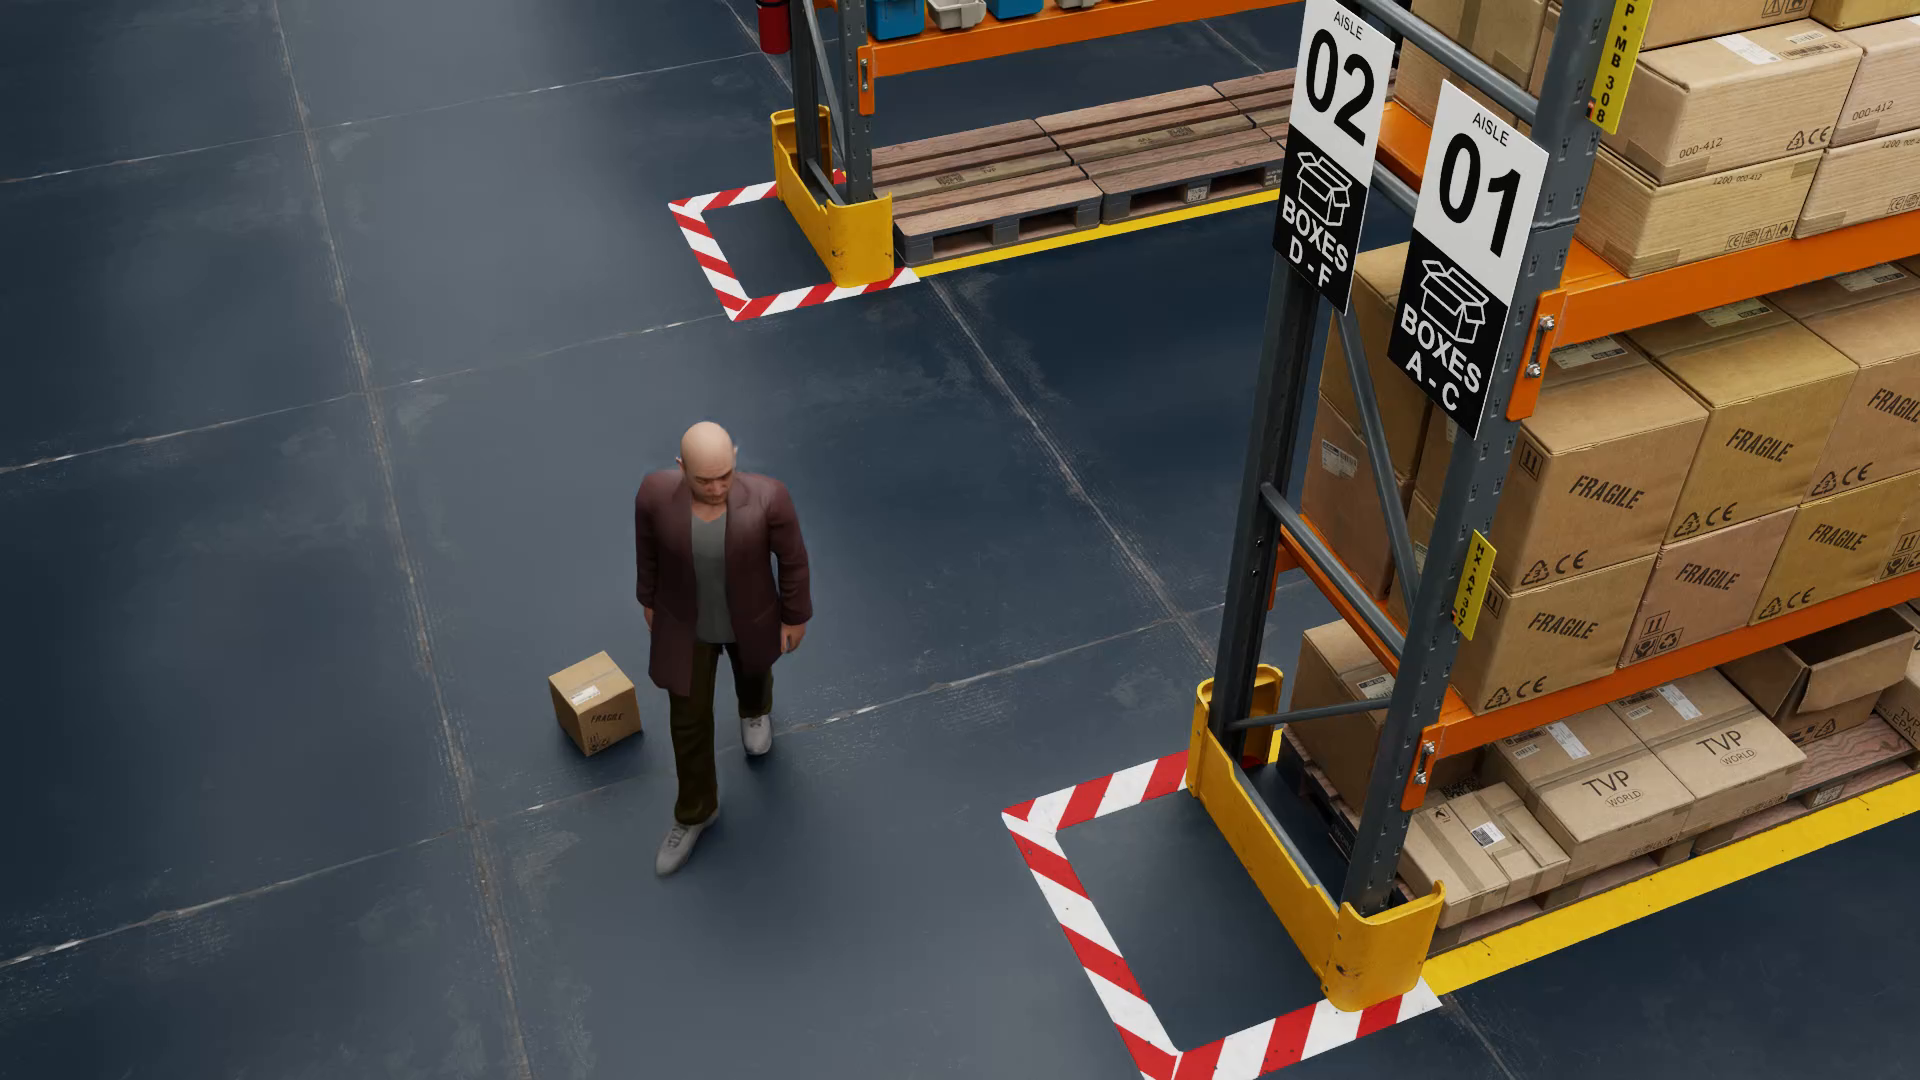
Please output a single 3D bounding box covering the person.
[{"bbox_3d":[-0.838,0.275,5.866,0.639,1.758,0.904,-3,41,-3],"label":"person"}]
